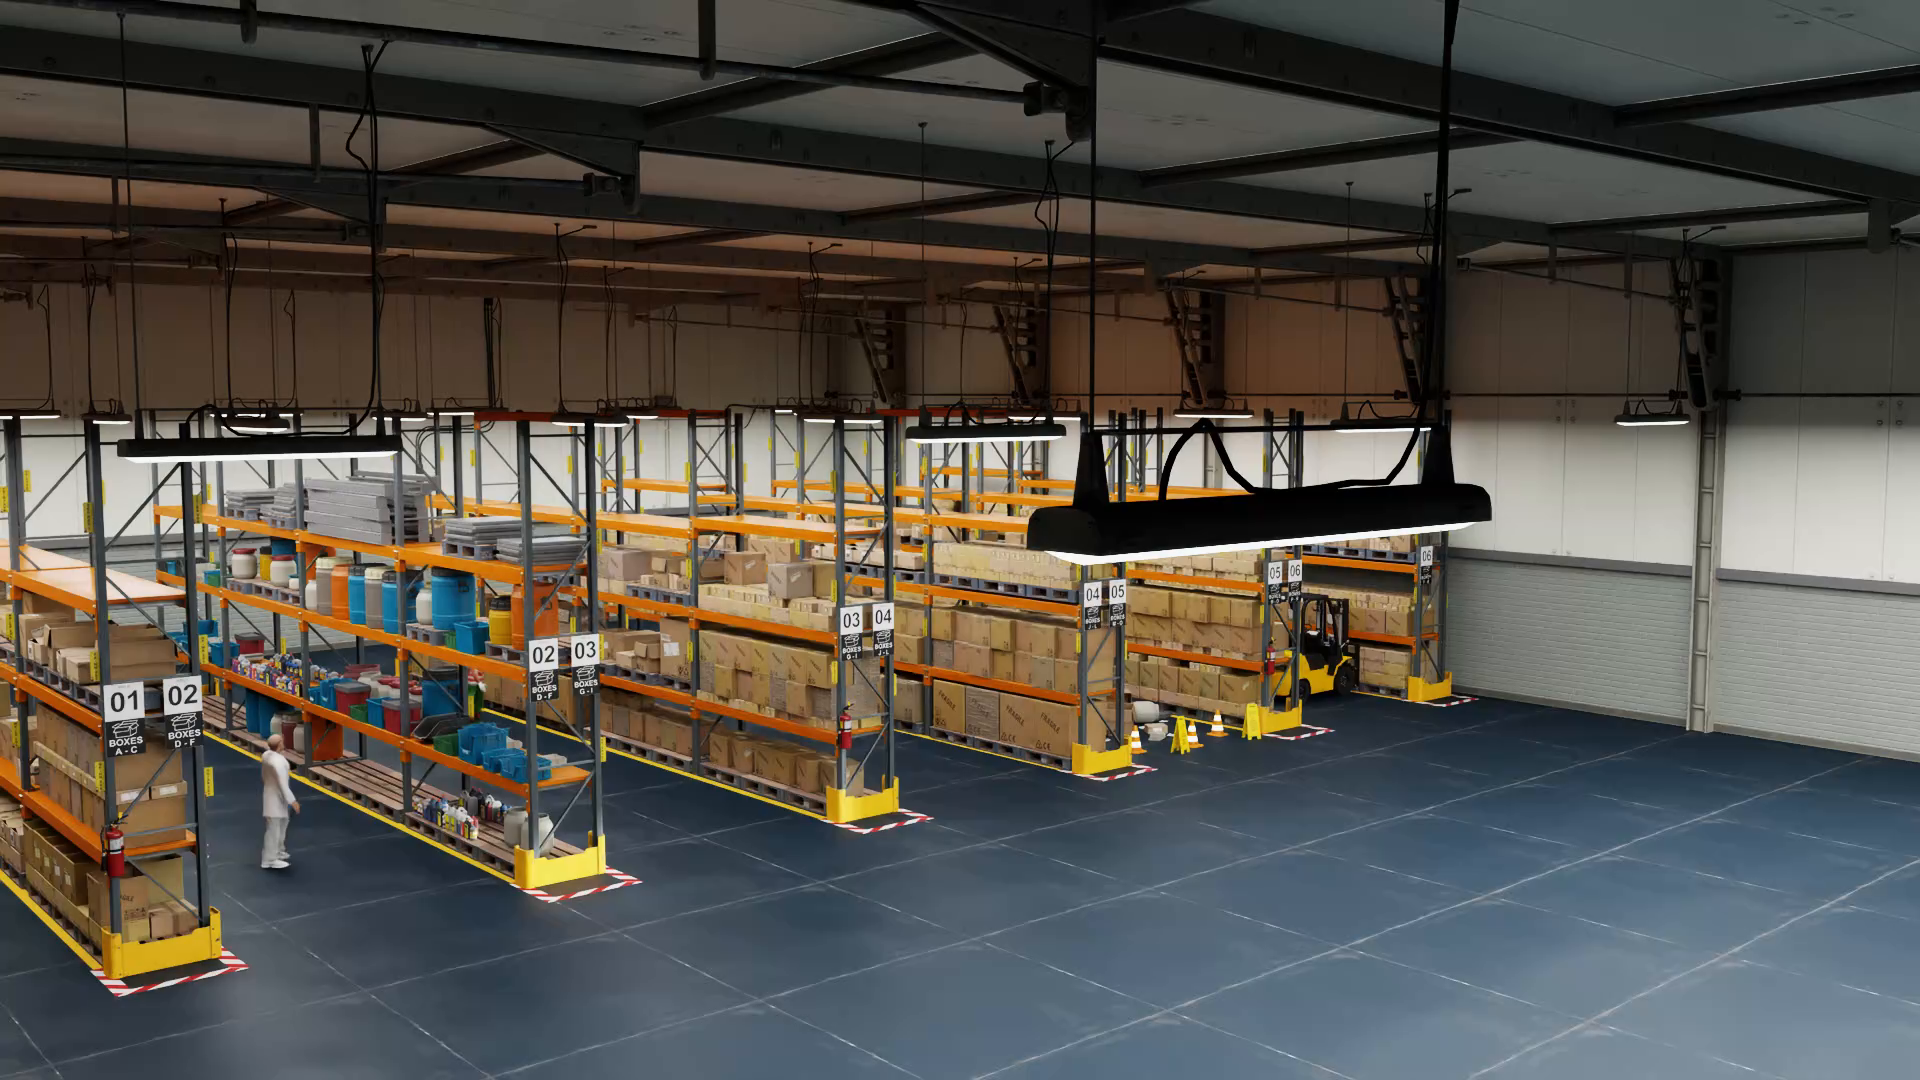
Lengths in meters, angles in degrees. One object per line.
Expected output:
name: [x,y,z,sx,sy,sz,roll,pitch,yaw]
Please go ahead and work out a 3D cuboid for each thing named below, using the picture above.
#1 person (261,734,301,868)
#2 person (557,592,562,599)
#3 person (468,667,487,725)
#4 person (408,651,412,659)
person: [-9.184,3.500,22.385,0.515,1.814,0.711,-3,6,-29]
person: [-9.755,1.997,40.092,0.523,1.615,0.807,-1,5,-16]
person: [-9.020,2.711,31.086,0.480,1.806,0.595,0,5,-2]
person: [-12.529,2.168,38.083,0.603,1.616,0.508,-1,5,-6]
